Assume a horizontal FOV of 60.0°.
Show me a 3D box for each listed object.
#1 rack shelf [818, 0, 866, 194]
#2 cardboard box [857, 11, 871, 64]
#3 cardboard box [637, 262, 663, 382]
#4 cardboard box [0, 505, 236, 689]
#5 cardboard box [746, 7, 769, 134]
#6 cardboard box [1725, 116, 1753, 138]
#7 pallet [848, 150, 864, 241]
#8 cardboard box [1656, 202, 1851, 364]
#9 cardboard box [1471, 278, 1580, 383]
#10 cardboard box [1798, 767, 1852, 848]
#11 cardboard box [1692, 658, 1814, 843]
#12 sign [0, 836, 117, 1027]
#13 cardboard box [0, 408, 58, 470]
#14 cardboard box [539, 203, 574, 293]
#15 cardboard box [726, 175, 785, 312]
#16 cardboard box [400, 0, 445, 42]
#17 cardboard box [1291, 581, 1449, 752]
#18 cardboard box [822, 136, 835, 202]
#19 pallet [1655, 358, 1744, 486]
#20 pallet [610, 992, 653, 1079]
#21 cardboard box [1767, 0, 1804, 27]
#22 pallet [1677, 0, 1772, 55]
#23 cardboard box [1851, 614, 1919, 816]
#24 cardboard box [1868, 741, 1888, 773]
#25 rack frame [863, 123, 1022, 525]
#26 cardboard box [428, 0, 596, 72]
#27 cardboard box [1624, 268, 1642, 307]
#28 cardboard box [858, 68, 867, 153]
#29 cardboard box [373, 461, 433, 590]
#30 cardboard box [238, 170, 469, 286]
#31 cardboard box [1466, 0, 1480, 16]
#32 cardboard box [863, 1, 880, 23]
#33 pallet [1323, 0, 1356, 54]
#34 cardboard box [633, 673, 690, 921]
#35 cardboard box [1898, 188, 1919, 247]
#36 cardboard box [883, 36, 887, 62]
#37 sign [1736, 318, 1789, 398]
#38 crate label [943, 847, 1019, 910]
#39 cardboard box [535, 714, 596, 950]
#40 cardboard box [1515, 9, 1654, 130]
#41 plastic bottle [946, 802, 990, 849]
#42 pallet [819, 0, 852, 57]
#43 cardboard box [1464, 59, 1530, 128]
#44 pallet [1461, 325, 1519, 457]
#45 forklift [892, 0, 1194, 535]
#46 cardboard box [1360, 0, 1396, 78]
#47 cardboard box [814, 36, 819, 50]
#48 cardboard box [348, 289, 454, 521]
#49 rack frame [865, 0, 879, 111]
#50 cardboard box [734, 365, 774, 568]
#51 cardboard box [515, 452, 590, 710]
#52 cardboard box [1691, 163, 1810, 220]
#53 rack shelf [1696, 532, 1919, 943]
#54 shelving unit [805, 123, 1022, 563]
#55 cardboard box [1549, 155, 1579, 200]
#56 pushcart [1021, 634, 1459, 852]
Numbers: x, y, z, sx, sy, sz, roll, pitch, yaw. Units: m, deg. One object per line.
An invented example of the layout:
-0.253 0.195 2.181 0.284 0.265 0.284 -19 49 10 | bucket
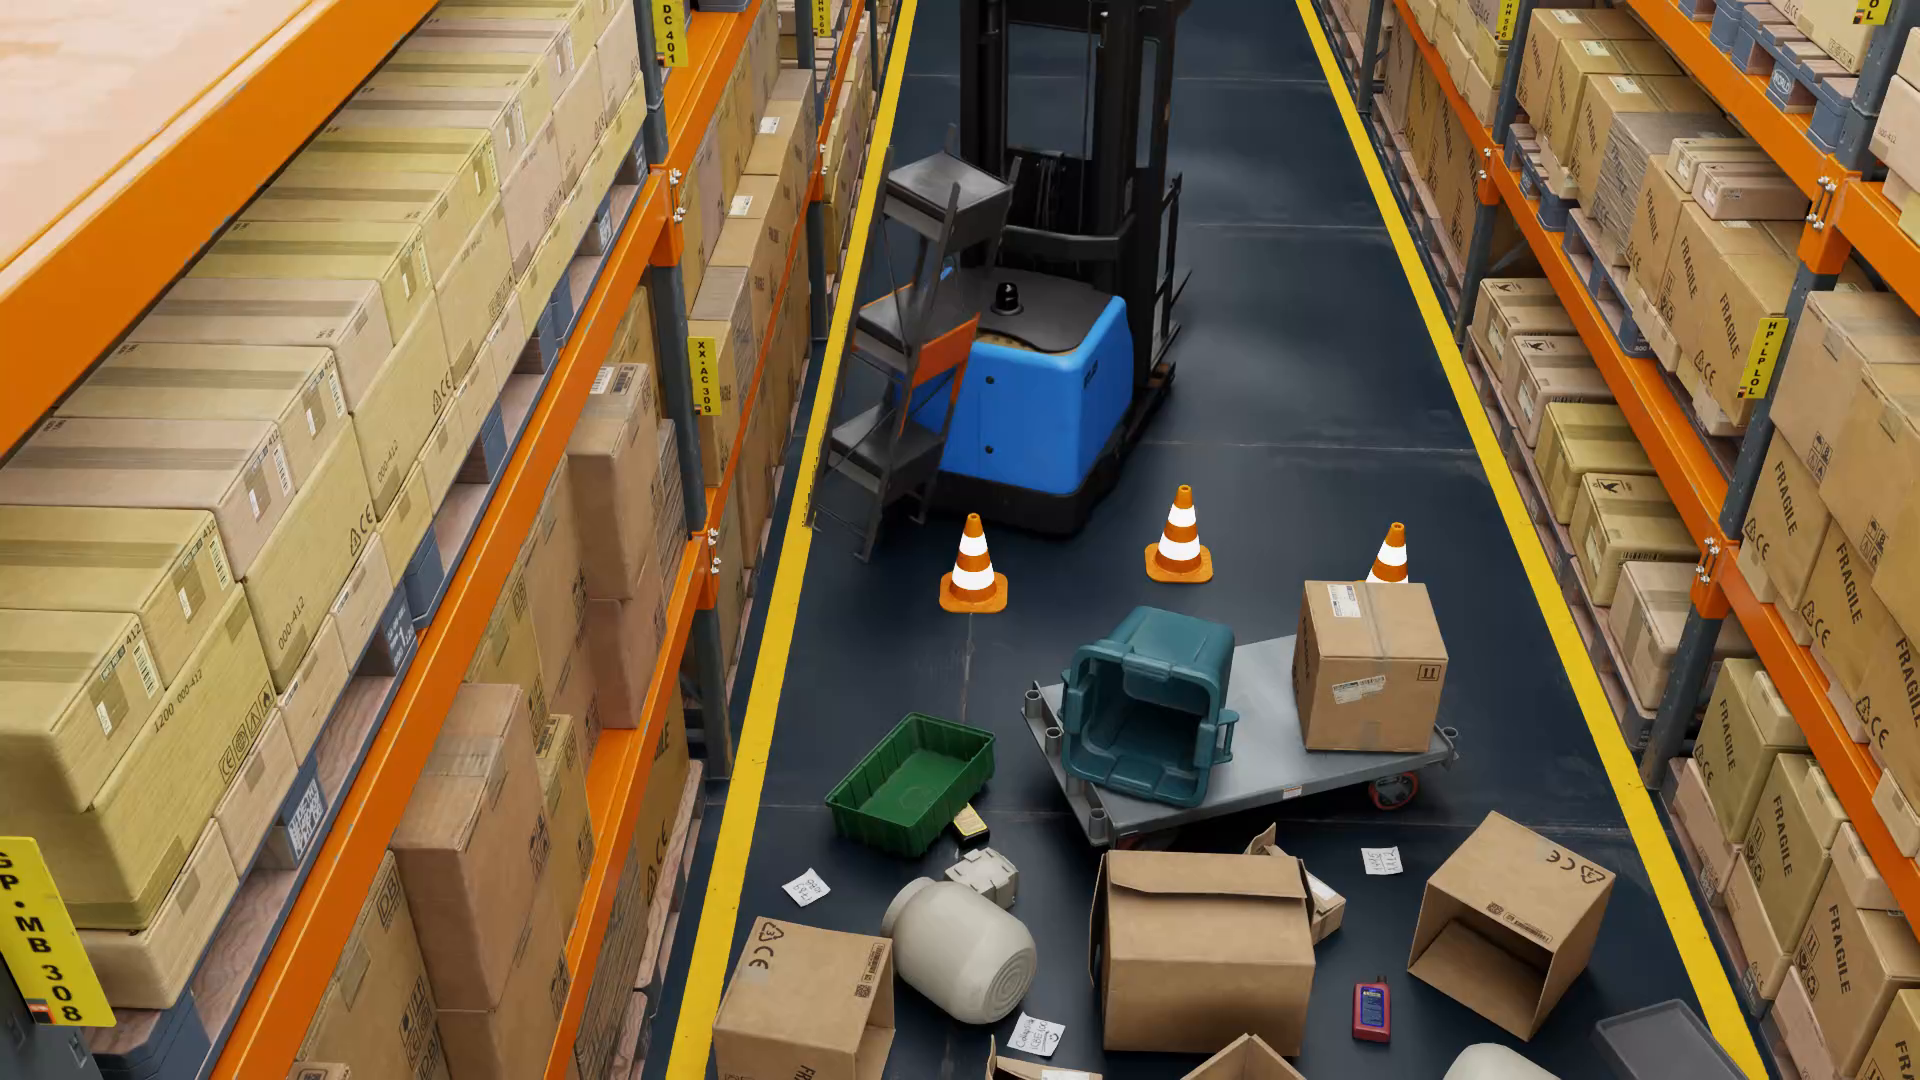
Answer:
-1.253 -3.380 11.521 1.077 0.370 4.000 1 35 2 | rack shelf
-0.950 -3.845 12.715 0.500 0.250 0.500 0 35 1 | cardboard box
-1.480 -0.962 6.499 0.700 0.500 0.500 1 35 1 | cardboard box
-1.312 0.080 2.438 0.380 0.149 0.250 2 35 2 | cardboard box
-1.381 -2.426 8.583 0.700 0.500 0.500 1 35 1 | cardboard box
3.824 -1.634 7.702 0.500 0.500 0.500 0 35 0 | cardboard box
-1.249 -2.532 12.115 1.003 0.211 1.213 1 35 2 | pallet
3.264 -1.060 6.885 0.500 0.500 0.500 2 35 2 | cardboard box
3.584 -1.241 9.773 0.950 0.372 0.625 -1 35 -1 | cardboard box
3.079 0.909 5.603 0.380 0.149 0.250 3 35 4 | cardboard box
3.162 0.809 6.310 0.500 0.500 0.500 3 35 4 | cardboard box
-1.101 0.470 1.980 0.100 0.325 0.005 1 35 2 | sign
-1.894 -0.004 2.903 0.500 0.250 0.500 1 35 2 | cardboard box
-1.230 -0.764 4.331 0.380 0.149 0.250 2 35 3 | cardboard box
-1.141 -1.432 8.038 0.500 0.500 0.500 2 35 3 | cardboard box
-1.794 -1.453 4.965 0.500 0.250 0.500 2 35 2 | cardboard box
1.676 0.519 6.864 0.500 0.500 0.500 1 35 2 | cardboard box
-1.064 -2.371 10.618 0.500 0.250 0.500 0 35 0 | cardboard box
3.632 -0.528 7.005 1.003 0.211 1.213 1 35 2 | pallet
-1.649 2.052 5.592 1.003 0.211 1.213 1 35 2 | pallet
3.360 -2.138 6.285 0.500 0.250 0.500 2 35 2 | cardboard box
3.626 -2.269 6.870 1.213 0.211 1.003 1 35 2 | pallet
3.130 0.490 5.043 0.500 0.500 0.500 1 35 1 | cardboard box
3.160 0.701 5.308 0.380 0.149 0.250 1 35 2 | cardboard box
-0.119 -0.993 8.154 0.400 2.100 0.015 32 39 20 | rack frame
-1.211 -1.383 4.519 0.380 0.149 0.250 1 35 2 | cardboard box
3.256 -1.127 7.544 0.380 0.149 0.250 1 35 2 | cardboard box
-0.972 -3.246 12.515 0.500 0.500 0.500 1 35 1 | cardboard box
-1.281 -0.035 3.295 0.380 0.149 0.250 1 35 2 | cardboard box
-1.261 -0.654 3.481 0.380 0.149 0.250 2 35 3 | cardboard box
3.388 -3.517 10.134 0.500 0.500 0.500 2 35 3 | cardboard box
-0.882 -4.422 13.975 0.380 0.149 0.250 3 35 4 | cardboard box
3.932 -4.764 15.290 1.003 0.211 1.213 1 35 2 | pallet
-1.589 0.831 6.388 0.875 0.875 0.875 2 35 3 | cardboard box
3.129 -0.972 5.080 0.380 0.149 0.250 1 35 2 | cardboard box
-0.827 -4.183 14.153 0.380 0.149 0.250 2 35 3 | cardboard box
2.901 -0.655 6.012 0.100 0.325 0.005 1 35 2 | sign
0.080 1.366 6.633 0.298 0.136 0.250 -24 42 -30 | crate label
-1.557 0.855 4.740 0.875 0.550 0.500 1 35 2 | cardboard box
3.367 -2.550 9.004 0.500 0.500 0.500 0 35 1 | cardboard box
0.003 1.169 6.979 0.133 0.061 0.283 -17 38 -22 | plastic bottle
-1.295 -3.585 11.354 1.003 0.211 1.213 1 35 2 | pallet
3.377 -2.704 10.065 0.500 0.250 0.500 0 35 0 | cardboard box
3.584 -0.879 9.762 1.003 0.211 1.213 1 35 2 | pallet
0.646 -2.070 9.092 1.130 2.935 3.031 13 37 17 | forklift
3.910 -4.248 13.995 0.875 0.438 0.875 1 35 1 | cardboard box
-1.093 -3.155 10.430 0.380 0.149 0.250 3 35 4 | cardboard box
-1.340 -0.282 3.299 0.500 0.250 0.500 1 35 2 | cardboard box
-1.173 -4.823 12.949 1.000 3.000 0.127 1 35 2 | rack frame
-1.517 -0.391 8.235 1.050 0.750 0.750 1 35 2 | cardboard box
-1.608 0.107 4.865 0.875 0.550 0.550 1 35 2 | cardboard box
3.263 -1.437 6.857 0.380 0.149 0.250 0 35 1 | cardboard box
3.375 1.273 4.901 1.077 0.370 4.000 1 35 2 | rack shelf
-0.255 -0.897 7.975 0.431 2.100 0.503 32 39 20 | shelving unit
3.284 -1.880 8.615 0.380 0.149 0.250 2 35 2 | cardboard box
1.176 0.878 7.118 1.648 0.377 0.936 -10 36 -14 | pushcart
